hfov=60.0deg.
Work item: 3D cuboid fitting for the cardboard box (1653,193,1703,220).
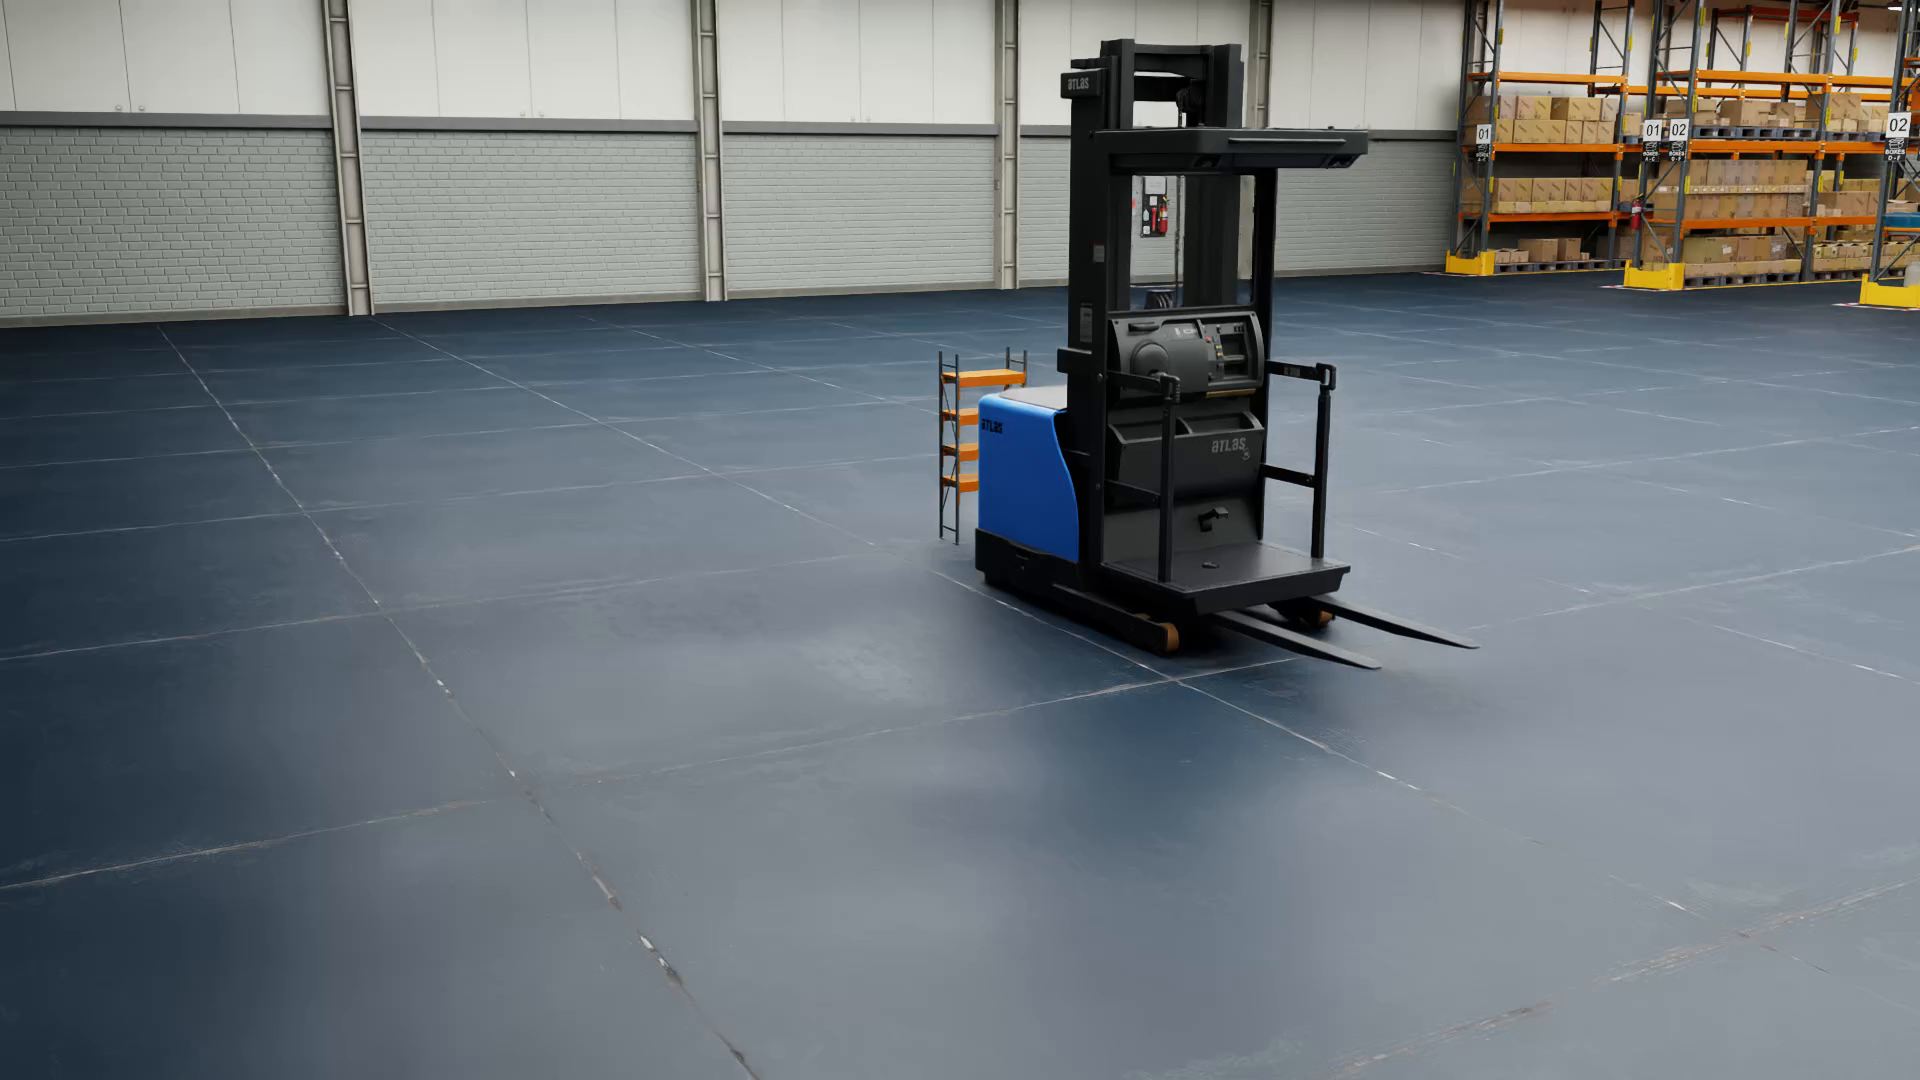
[{"bbox_3d":[14.025,-6.514,32.496,0.500,0.500,0.700,-7,14,-28],"label":"cardboard box"}]

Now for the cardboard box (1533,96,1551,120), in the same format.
[{"bbox_3d":[12.596,-9.476,36.500,0.500,0.500,0.500,-6,14,-26],"label":"cardboard box"}]

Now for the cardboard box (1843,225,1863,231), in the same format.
[{"bbox_3d":[22.859,-7.997,42.572,0.250,0.149,0.380,-6,14,-26],"label":"cardboard box"}]

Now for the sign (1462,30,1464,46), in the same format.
[{"bbox_3d":[10.984,-10.942,36.246,0.005,0.325,0.100,-7,14,-28],"label":"sign"}]

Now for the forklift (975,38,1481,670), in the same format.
[{"bbox_3d":[1.278,-0.982,8.299,1.130,2.935,3.031,-8,15,-30],"label":"forklift"}]

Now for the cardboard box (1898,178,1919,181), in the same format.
[{"bbox_3d":[24.833,-9.147,43.740,0.700,0.700,0.980,-6,14,-25],"label":"cardboard box"}]

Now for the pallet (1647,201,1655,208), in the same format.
[{"bbox_3d":[16.536,-7.905,39.340,1.213,0.211,1.003,-7,14,-28],"label":"pallet"}]

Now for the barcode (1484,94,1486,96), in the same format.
[{"bbox_3d":[11.616,-9.837,36.784,0.075,0.075,0.001,-7,14,-28],"label":"barcode"}]

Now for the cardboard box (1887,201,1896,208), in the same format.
[{"bbox_3d":[19.753,-7.160,35.797,0.500,0.311,0.500,-7,14,-29],"label":"cardboard box"}]

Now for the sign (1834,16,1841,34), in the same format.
[{"bbox_3d":[17.364,-10.190,32.904,0.005,0.325,0.100,-7,14,-28],"label":"sign"}]

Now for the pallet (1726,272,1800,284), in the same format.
[{"bbox_3d":[16.402,-5.404,34.140,1.213,0.211,1.003,-7,14,-28],"label":"pallet"}]

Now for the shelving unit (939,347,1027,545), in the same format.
[{"bbox_3d":[0.145,-0.603,10.555,0.503,1.200,0.258,-7,14,-28],"label":"shelving unit"}]

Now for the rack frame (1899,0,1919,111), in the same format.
[{"bbox_3d":[20.631,-10.187,35.381,0.127,3.000,1.000,-7,14,-28],"label":"rack frame"}]

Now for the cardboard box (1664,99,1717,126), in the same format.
[{"bbox_3d":[14.115,-8.266,32.163,0.637,0.503,0.797,-6,14,-24],"label":"cardboard box"}]

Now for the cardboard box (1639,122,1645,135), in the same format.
[{"bbox_3d":[15.802,-9.526,38.519,0.500,0.311,0.500,-6,14,-26],"label":"cardboard box"}]

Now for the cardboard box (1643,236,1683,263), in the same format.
[{"bbox_3d":[13.937,-5.762,32.979,0.500,0.500,0.500,-7,14,-28],"label":"cardboard box"}]

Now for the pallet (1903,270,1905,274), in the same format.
[{"bbox_3d":[21.304,-5.971,36.662,1.213,0.211,1.003,-7,14,-28],"label":"pallet"}]

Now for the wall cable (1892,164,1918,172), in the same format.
[{"bbox_3d":[25.947,-9.869,45.316,1.851,1.984,0.084,-7,14,-28],"label":"wall cable"}]

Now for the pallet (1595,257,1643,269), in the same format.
[{"bbox_3d":[15.426,-6.516,39.081,1.213,0.211,1.003,-7,14,-28],"label":"pallet"}]

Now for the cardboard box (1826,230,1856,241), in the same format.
[{"bbox_3d":[22.471,-7.680,42.640,0.500,0.500,0.700,-7,14,-27],"label":"cardboard box"}]

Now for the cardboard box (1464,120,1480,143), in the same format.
[{"bbox_3d":[11.477,-8.988,36.610,0.500,0.500,0.500,-6,14,-24],"label":"cardboard box"}]

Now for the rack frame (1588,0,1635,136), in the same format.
[{"bbox_3d":[14.743,-10.721,37.751,0.127,3.000,1.000,-7,14,-28],"label":"rack frame"}]

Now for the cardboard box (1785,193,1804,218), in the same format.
[{"bbox_3d":[16.734,-6.841,33.946,0.500,0.500,0.700,-7,15,-29],"label":"cardboard box"}]

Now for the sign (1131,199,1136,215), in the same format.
[{"bbox_3d":[3.444,-6.709,33.507,0.234,0.329,0.001,-7,14,-28],"label":"sign"}]

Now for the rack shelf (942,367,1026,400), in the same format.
[{"bbox_3d":[0.145,-0.986,10.469,0.480,0.148,0.258,-7,14,-28],"label":"rack shelf"}]

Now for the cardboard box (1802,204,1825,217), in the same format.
[{"bbox_3d":[17.531,-6.827,34.454,0.500,0.250,0.500,-6,14,-24],"label":"cardboard box"}]

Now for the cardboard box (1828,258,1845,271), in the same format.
[{"bbox_3d":[18.042,-5.751,34.640,0.500,0.250,0.500,-6,14,-26],"label":"cardboard box"}]

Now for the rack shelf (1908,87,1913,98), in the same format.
[{"bbox_3d":[22.386,-9.852,36.439,4.000,0.370,1.077,-7,14,-28],"label":"rack shelf"}]

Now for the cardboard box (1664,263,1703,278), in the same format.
[{"bbox_3d":[14.186,-5.296,32.616,0.500,0.250,0.500,-7,14,-28],"label":"cardboard box"}]

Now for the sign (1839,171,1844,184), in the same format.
[{"bbox_3d":[22.034,-9.058,41.571,0.005,0.325,0.100,-7,14,-28],"label":"sign"}]

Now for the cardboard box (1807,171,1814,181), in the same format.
[{"bbox_3d":[21.024,-9.055,41.353,0.500,0.250,0.500,-6,14,-27],"label":"cardboard box"}]

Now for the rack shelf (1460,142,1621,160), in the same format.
[{"bbox_3d":[12.988,-8.696,37.225,4.000,0.370,1.077,-7,14,-28],"label":"rack shelf"}]

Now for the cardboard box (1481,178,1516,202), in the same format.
[{"bbox_3d":[11.795,-7.668,36.438,0.500,0.500,0.500,-7,14,-28],"label":"cardboard box"}]

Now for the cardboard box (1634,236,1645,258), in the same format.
[{"bbox_3d":[15.811,-6.934,39.279,0.500,0.500,0.700,-7,15,-29],"label":"cardboard box"}]

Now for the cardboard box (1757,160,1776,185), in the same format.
[{"bbox_3d":[15.851,-7.368,33.333,0.500,0.500,0.700,-7,14,-28],"label":"cardboard box"}]

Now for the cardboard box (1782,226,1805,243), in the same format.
[{"bbox_3d":[20.478,-7.604,41.506,0.750,0.750,0.750,-6,14,-26],"label":"cardboard box"}]

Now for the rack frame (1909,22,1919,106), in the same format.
[{"bbox_3d":[25.276,-11.983,43.361,0.127,3.000,1.000,-7,14,-28],"label":"rack frame"}]

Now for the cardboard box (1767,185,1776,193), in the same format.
[{"bbox_3d":[16.090,-7.028,33.303,0.250,0.149,0.380,-7,14,-28],"label":"cardboard box"}]

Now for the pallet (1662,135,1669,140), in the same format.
[{"bbox_3d":[16.245,-9.320,38.786,1.003,0.211,1.213,-7,14,-28],"label":"pallet"}]

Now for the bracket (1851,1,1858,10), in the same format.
[{"bbox_3d":[22.499,-13.534,42.054,0.430,0.232,0.235,-7,14,-28],"label":"bracket"}]

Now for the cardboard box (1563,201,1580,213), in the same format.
[{"bbox_3d":[13.597,-7.516,37.469,0.500,0.250,0.500,-7,14,-28],"label":"cardboard box"}]

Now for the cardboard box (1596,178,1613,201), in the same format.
[{"bbox_3d":[14.476,-7.987,37.856,0.500,0.500,0.500,-7,14,-28],"label":"cardboard box"}]

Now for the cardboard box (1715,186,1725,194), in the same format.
[{"bbox_3d":[14.729,-6.864,32.574,0.250,0.149,0.380,-7,14,-29],"label":"cardboard box"}]

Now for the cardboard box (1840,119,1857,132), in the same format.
[{"bbox_3d":[18.146,-8.556,34.350,0.500,0.250,0.500,-8,15,-33],"label":"cardboard box"}]

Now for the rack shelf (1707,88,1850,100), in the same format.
[{"bbox_3d":[20.010,-10.806,40.679,4.000,0.370,1.077,-7,14,-28],"label":"rack shelf"}]

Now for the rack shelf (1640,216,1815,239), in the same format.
[{"bbox_3d":[15.365,-6.278,33.314,4.000,0.370,1.077,-7,14,-28],"label":"rack shelf"}]

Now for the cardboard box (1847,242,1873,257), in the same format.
[{"bbox_3d":[18.951,-6.134,35.064,0.500,0.311,0.500,-6,14,-26],"label":"cardboard box"}]

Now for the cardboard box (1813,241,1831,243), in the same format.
[{"bbox_3d":[18.231,-6.183,35.279,0.500,0.311,0.500,-7,14,-28],"label":"cardboard box"}]

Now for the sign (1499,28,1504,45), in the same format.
[{"bbox_3d":[11.492,-10.690,35.306,0.005,0.325,0.100,-7,14,-28],"label":"sign"}]

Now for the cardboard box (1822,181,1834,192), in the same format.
[{"bbox_3d":[21.481,-8.742,41.672,0.500,0.500,0.500,-7,15,-29],"label":"cardboard box"}]

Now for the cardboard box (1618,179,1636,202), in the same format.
[{"bbox_3d":[15.206,-8.104,38.559,0.500,0.500,0.700,-7,14,-28],"label":"cardboard box"}]

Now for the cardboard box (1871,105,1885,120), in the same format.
[{"bbox_3d":[22.973,-10.722,42.036,0.500,0.500,0.500,-7,15,-29],"label":"cardboard box"}]

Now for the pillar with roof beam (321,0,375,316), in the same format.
[{"bbox_3d":[-7.571,-7.186,22.044,0.400,9.000,9.100,-7,14,-28],"label":"pillar with roof beam"}]

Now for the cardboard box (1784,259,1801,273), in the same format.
[{"bbox_3d":[16.818,-5.612,34.022,0.500,0.250,0.500,-7,14,-28],"label":"cardboard box"}]

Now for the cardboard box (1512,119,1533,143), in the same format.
[{"bbox_3d":[12.134,-8.932,36.360,0.500,0.500,0.500,-6,14,-24],"label":"cardboard box"}]
